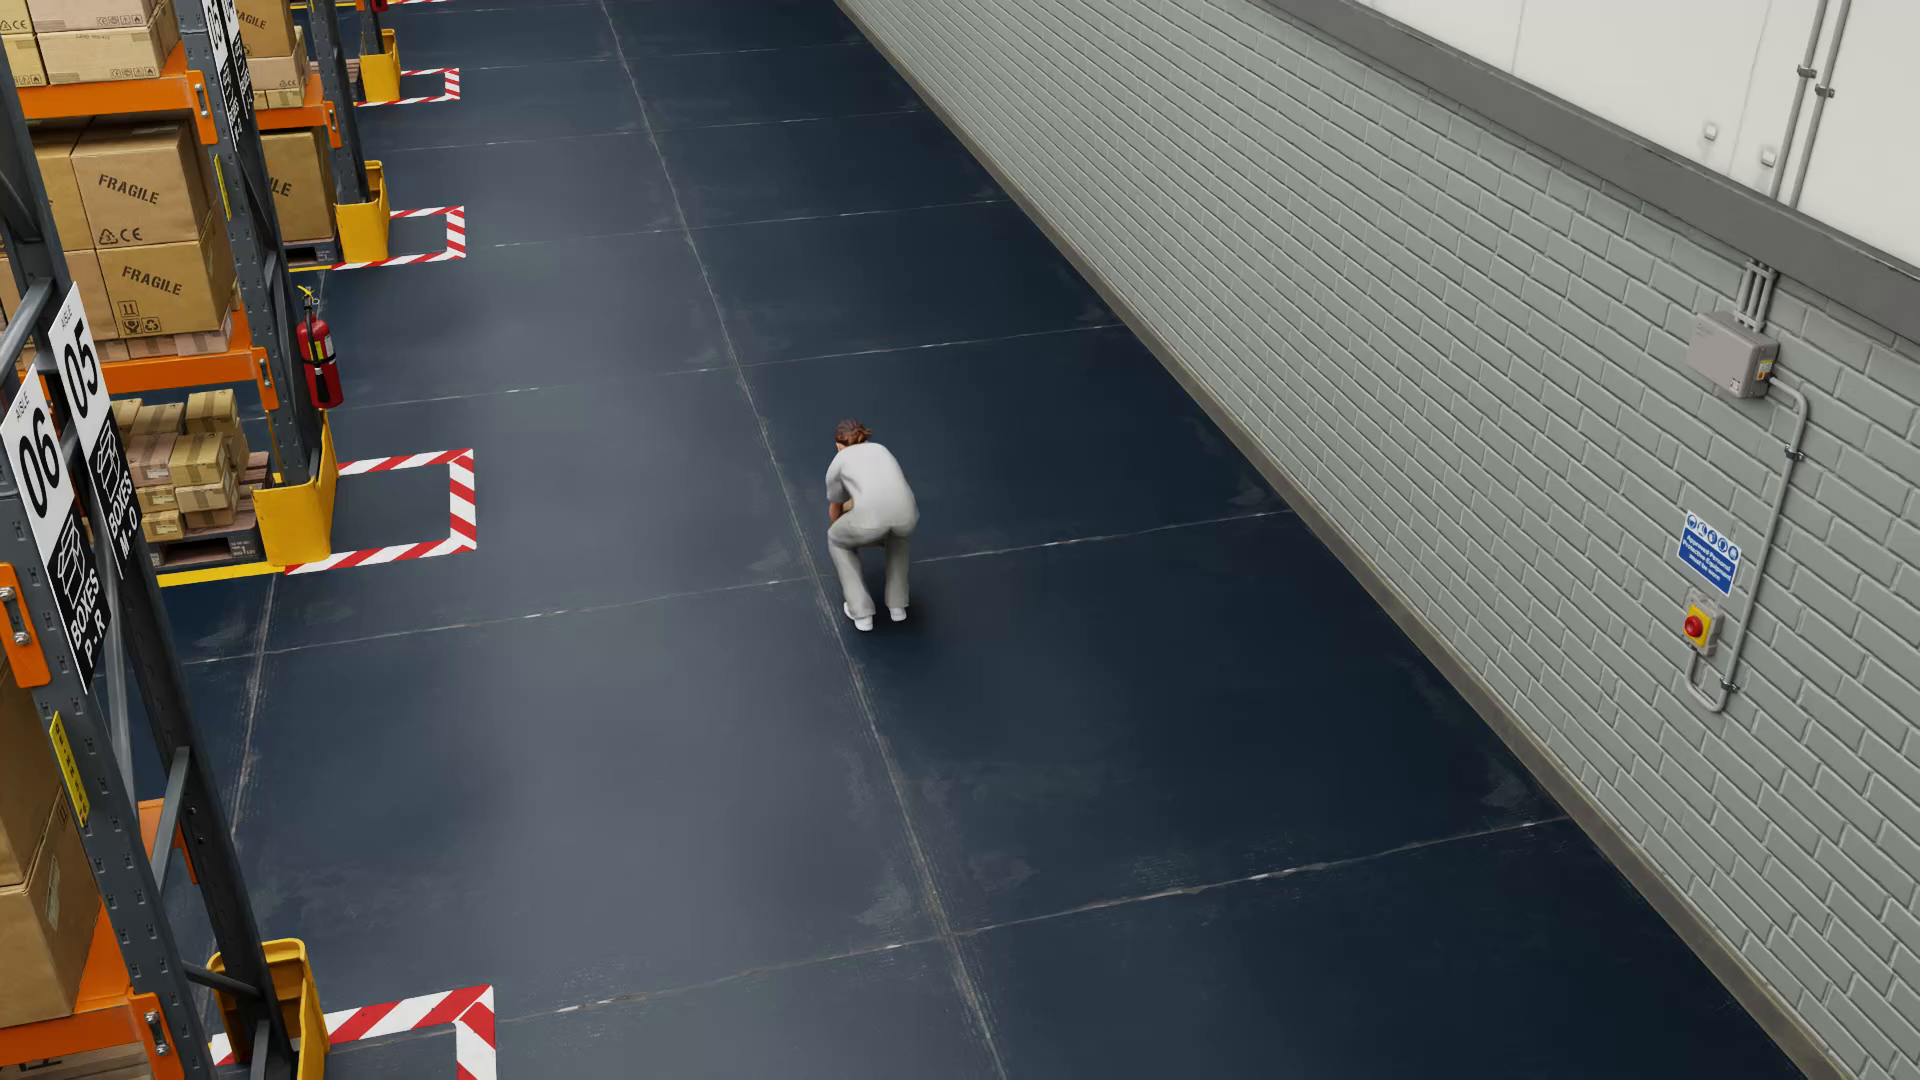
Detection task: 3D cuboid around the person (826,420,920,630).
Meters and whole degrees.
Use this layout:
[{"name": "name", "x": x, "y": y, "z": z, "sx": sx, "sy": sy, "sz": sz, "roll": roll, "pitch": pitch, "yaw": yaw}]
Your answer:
[{"name": "person", "x": -0.496, "y": -0.082, "z": 9.063, "sx": 0.466, "sy": 0.980, "sz": 0.866, "roll": -9, "pitch": 32, "yaw": -16}]
